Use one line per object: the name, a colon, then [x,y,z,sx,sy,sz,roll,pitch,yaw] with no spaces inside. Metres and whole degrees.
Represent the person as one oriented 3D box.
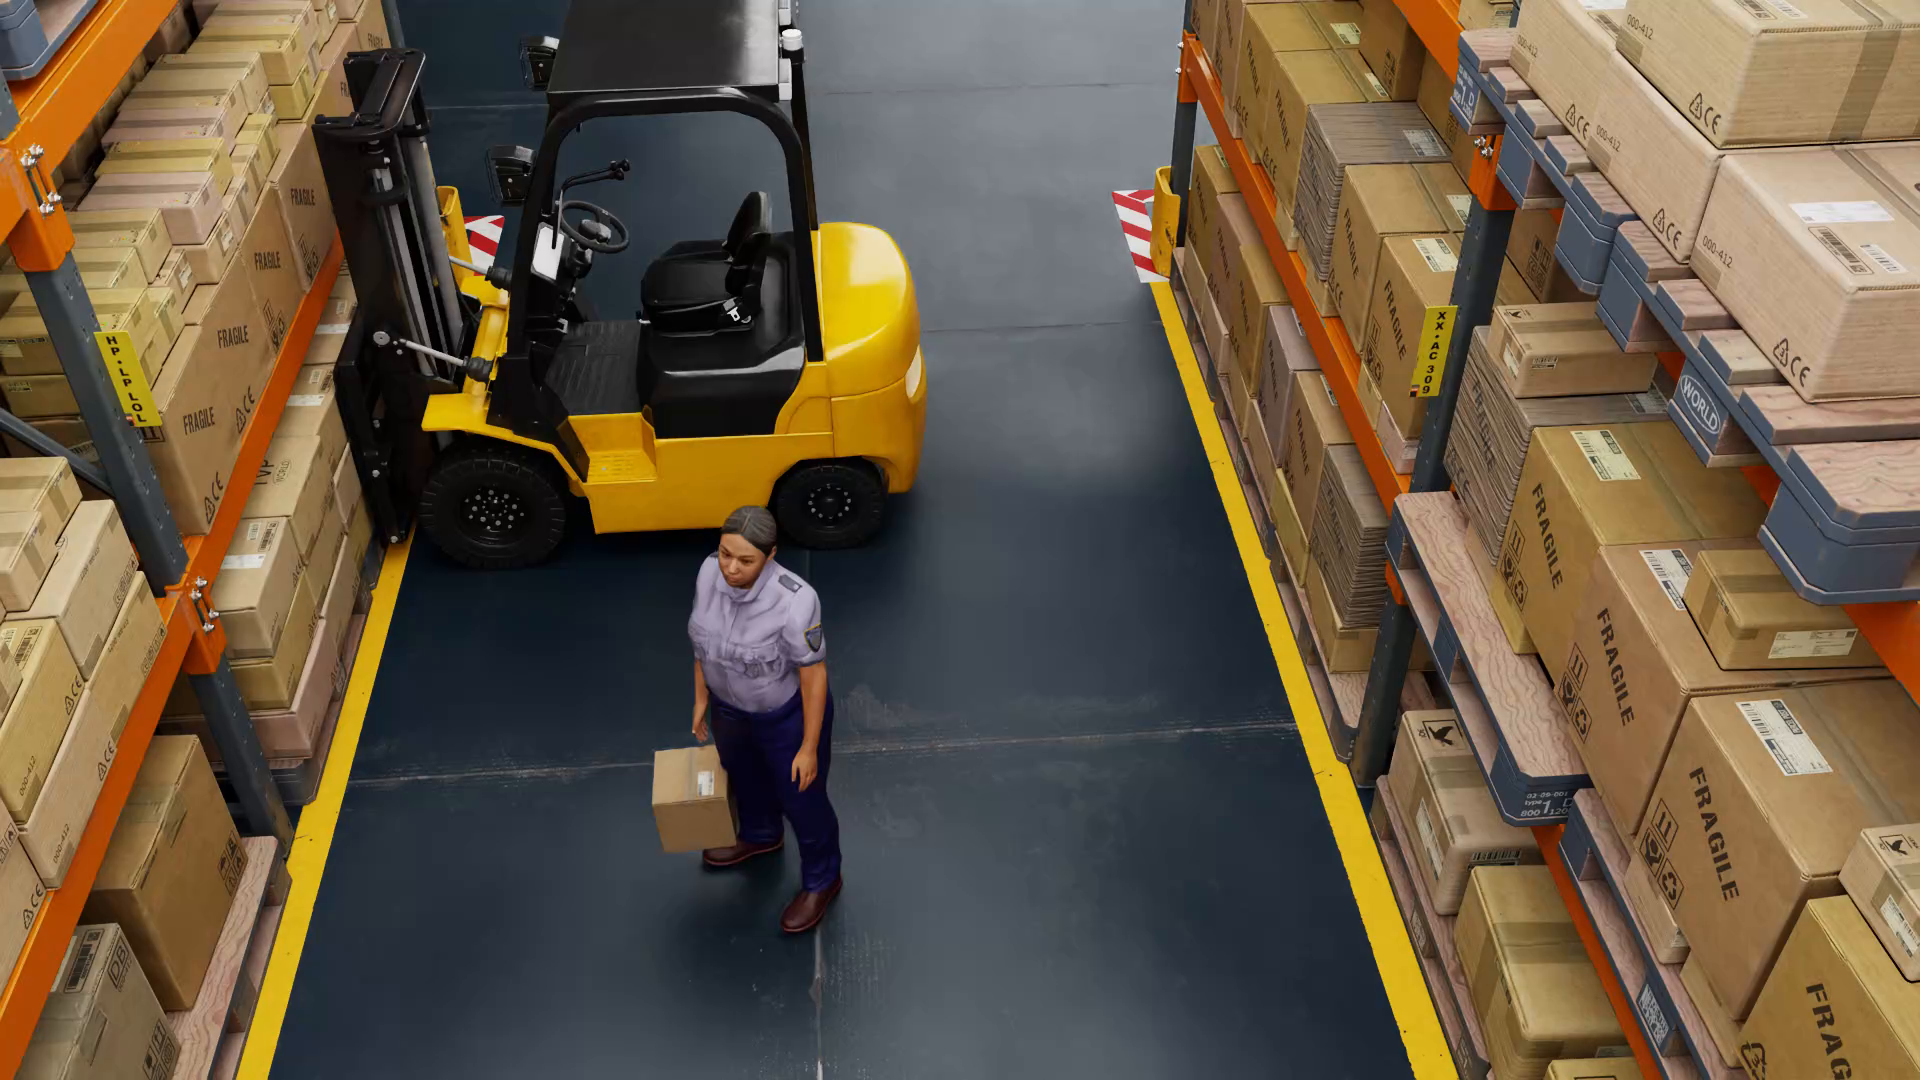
person: [-0.650,0.570,5.435,0.592,1.662,0.372,24,45,27]
